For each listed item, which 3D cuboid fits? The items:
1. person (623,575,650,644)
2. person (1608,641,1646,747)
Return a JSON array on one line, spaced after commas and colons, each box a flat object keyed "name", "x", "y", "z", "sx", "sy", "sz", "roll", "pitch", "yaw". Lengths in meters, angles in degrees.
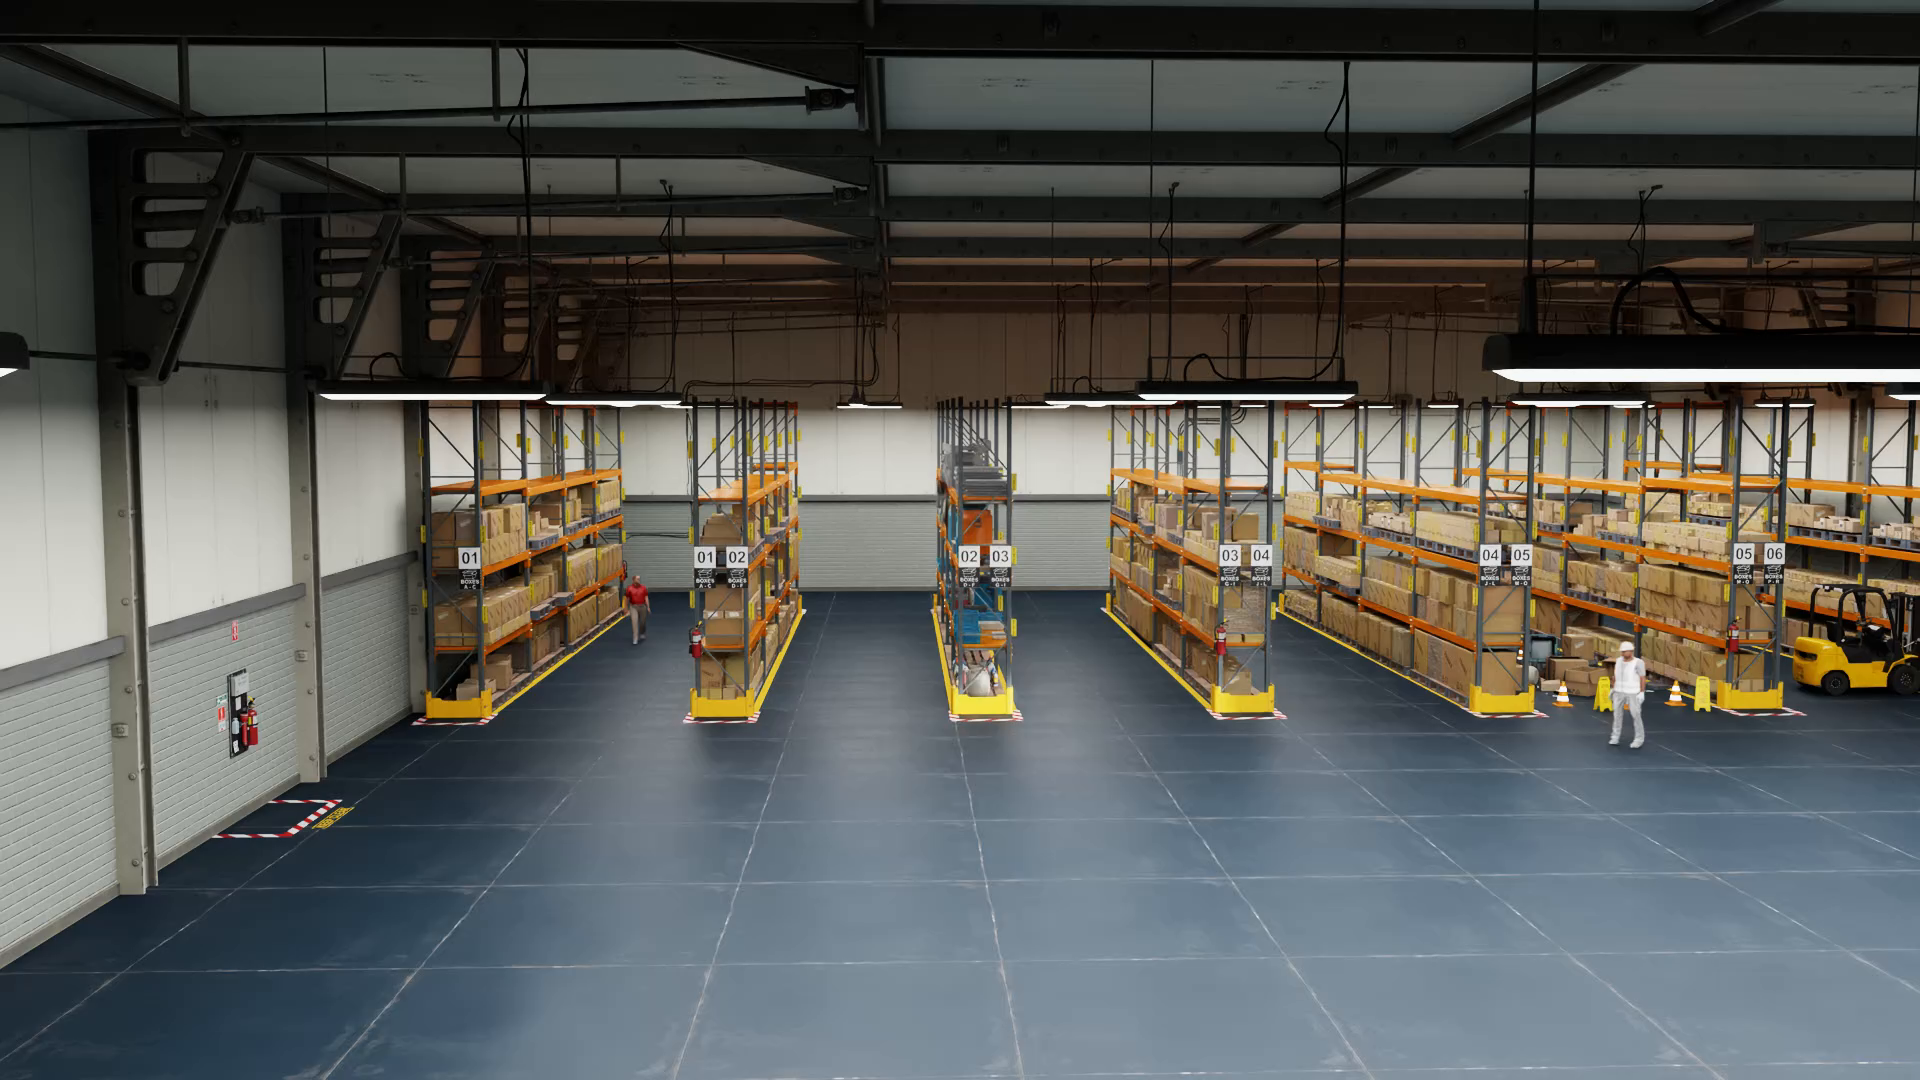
[{"name": "person", "x": -7.989, "y": 1.703, "z": 41.107, "sx": 0.651, "sy": 1.682, "sz": 0.980, "roll": -1, "pitch": 5, "yaw": -13}, {"name": "person", "x": 11.396, "y": 2.625, "z": 28.483, "sx": 0.424, "sy": 1.782, "sz": 0.631, "roll": -4, "pitch": 6, "yaw": -43}]
